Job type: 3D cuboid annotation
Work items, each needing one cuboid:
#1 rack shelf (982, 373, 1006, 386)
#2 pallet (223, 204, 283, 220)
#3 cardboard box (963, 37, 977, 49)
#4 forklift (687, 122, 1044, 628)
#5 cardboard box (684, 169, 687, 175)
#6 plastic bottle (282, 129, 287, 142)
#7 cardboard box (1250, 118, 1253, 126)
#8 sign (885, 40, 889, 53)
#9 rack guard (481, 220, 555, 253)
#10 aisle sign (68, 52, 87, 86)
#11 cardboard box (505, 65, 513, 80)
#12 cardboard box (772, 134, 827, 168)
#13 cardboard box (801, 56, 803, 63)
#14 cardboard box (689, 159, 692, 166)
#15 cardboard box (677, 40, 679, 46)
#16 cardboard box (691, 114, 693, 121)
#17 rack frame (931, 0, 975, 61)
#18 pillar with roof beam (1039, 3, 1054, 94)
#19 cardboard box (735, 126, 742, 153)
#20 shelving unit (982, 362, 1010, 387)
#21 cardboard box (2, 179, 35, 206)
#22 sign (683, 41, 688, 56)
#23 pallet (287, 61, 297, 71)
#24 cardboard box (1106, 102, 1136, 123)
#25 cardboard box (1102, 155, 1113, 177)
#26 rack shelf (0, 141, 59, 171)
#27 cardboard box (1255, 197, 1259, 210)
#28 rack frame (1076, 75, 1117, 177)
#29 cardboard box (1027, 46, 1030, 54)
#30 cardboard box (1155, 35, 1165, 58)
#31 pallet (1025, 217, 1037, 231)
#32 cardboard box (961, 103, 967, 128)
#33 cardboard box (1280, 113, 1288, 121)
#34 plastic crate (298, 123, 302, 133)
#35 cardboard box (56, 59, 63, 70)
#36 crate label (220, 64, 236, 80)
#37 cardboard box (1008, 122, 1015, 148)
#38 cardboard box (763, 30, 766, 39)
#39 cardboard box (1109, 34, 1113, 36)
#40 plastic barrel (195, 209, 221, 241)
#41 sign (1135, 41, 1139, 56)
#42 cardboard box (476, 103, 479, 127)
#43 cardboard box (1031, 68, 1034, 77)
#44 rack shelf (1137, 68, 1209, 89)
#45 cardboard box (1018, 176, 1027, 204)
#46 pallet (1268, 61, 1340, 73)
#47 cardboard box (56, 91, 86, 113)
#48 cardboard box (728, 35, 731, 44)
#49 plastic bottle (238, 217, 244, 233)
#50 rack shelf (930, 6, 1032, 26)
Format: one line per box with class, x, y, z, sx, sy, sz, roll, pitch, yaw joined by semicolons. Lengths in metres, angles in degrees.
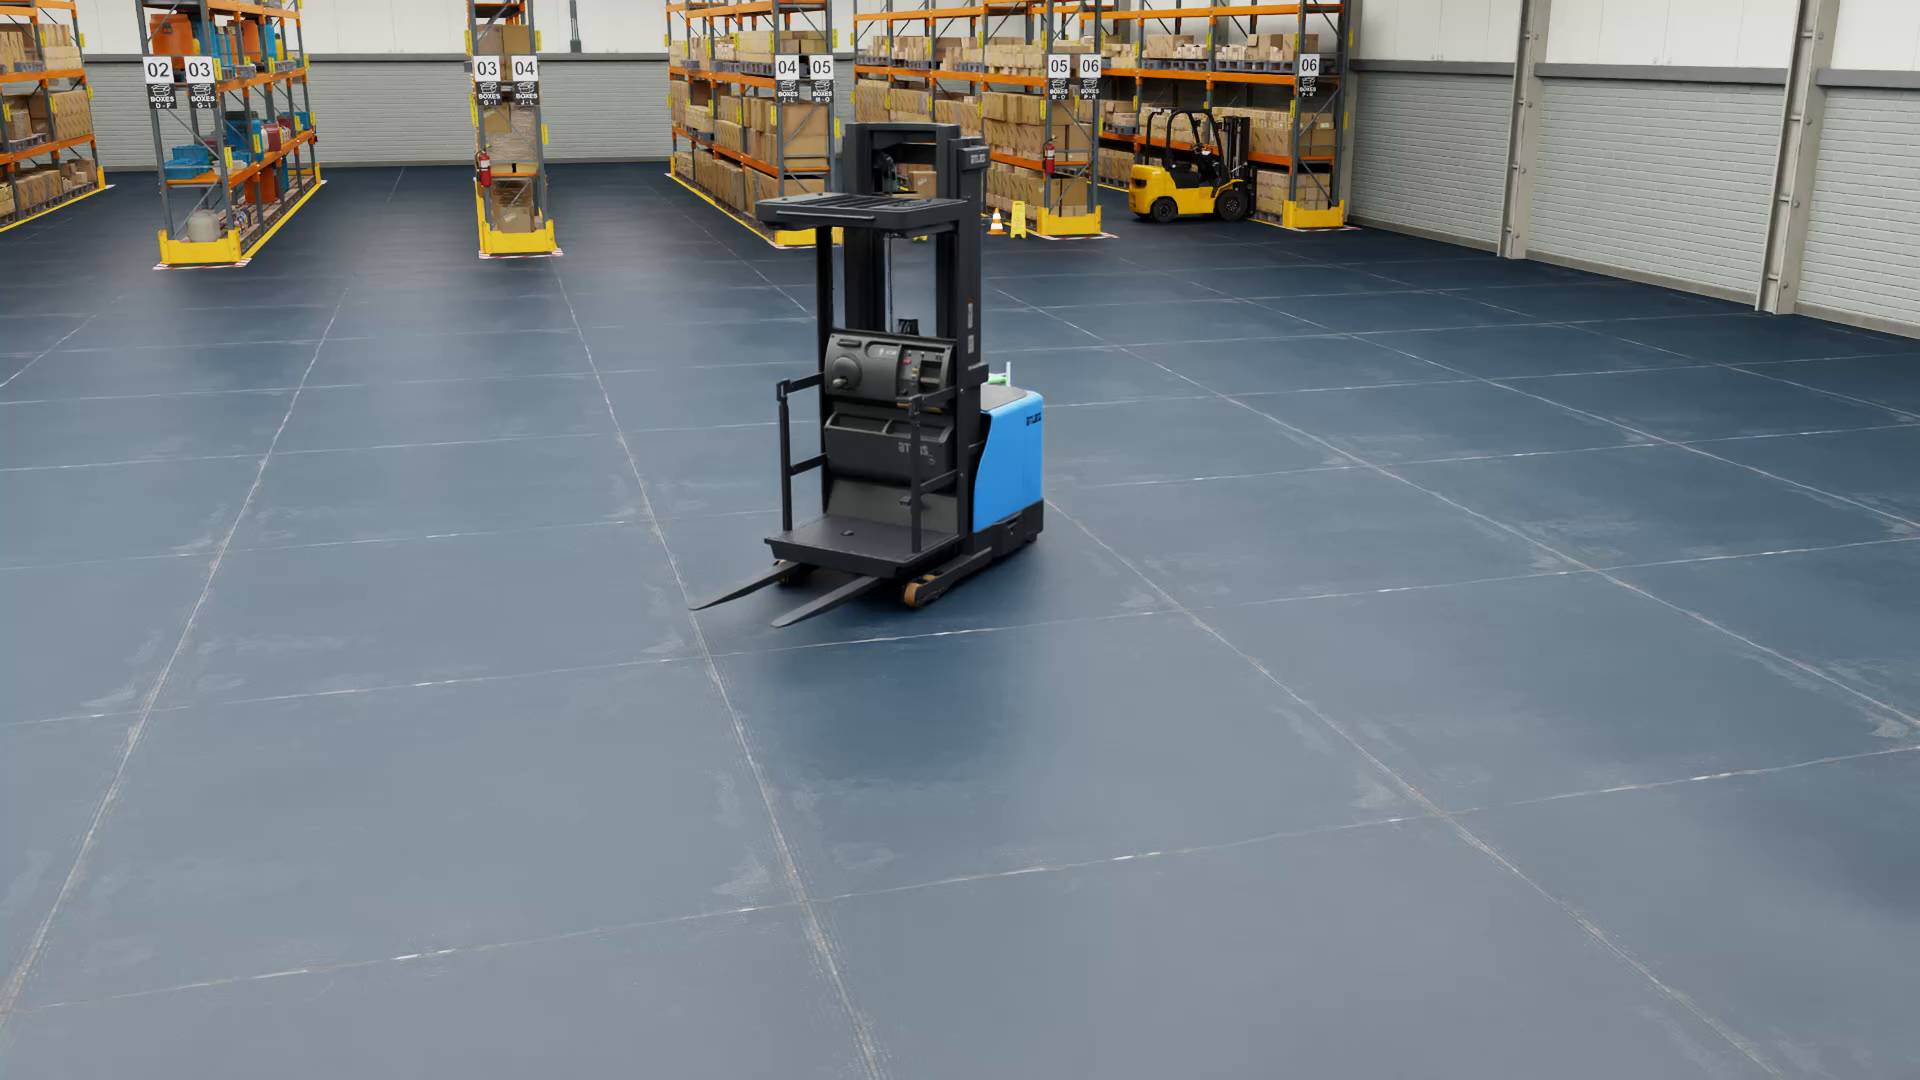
rack shelf;0.116;-1.153;12.259;0.258;0.148;0.480;-12;21;-35
pallet;-14.270;-6.606;33.579;1.003;0.211;1.213;-5;17;-15
cardboard box;0.361;-10.464;35.021;0.500;0.250;0.500;-4;17;-14
forklift;-0.572;-1.118;10.578;1.130;2.935;3.031;9;19;28
cardboard box;-6.706;-9.225;41.675;0.380;0.149;0.250;-5;17;-15
plastic bottle;-14.887;-8.882;36.524;0.152;0.276;0.135;-5;17;-15
cardboard box;5.956;-8.442;33.540;0.380;0.149;0.250;-5;17;-16
sign;-1.787;-12.119;40.832;0.100;0.325;0.005;-5;17;-15
rack guard;-7.506;-5.162;28.268;1.175;0.500;0.348;-5;17;-15
aisle sign;-21.132;-11.270;39.737;0.394;0.787;0.004;-5;17;-15
cardboard box;-7.369;-7.857;27.940;0.500;0.250;0.500;-4;17;-14
cardboard box;-2.834;-6.873;29.359;0.875;0.550;0.550;-5;17;-15
cardboard box;-2.613;-8.527;29.446;0.380;0.149;0.250;-5;17;-15
cardboard box;-6.442;-9.288;40.849;0.380;0.149;0.250;-4;17;-15
cardboard box;-6.804;-12.306;41.189;0.380;0.149;0.250;-5;17;-16
cardboard box;-6.027;-9.810;38.587;0.380;0.149;0.250;-4;17;-13
rack frame;-0.155;-12.208;36.950;1.000;3.000;0.127;-5;17;-15
pillar with roof beam;-1.595;-15.291;47.214;9.100;9.000;0.400;-5;17;-15
cardboard box;-4.188;-7.980;33.130;0.500;0.500;0.500;-5;17;-16
shelving unit;0.116;-0.755;12.378;0.258;1.200;0.503;-12;21;-35
cardboard box;-19.209;-7.075;33.872;0.500;0.500;0.500;-5;18;-17
sign;-6.505;-11.661;39.445;0.100;0.325;0.005;-5;17;-15
pallet;-15.235;-10.403;36.484;1.213;0.211;1.003;-5;17;-15
cardboard box;3.990;-10.415;40.502;0.797;0.503;0.637;-5;17;-17
cardboard box;3.859;-9.258;41.173;0.500;0.500;0.500;-5;18;-17
rack shelf;-19.759;-7.977;34.546;1.077;0.370;4.000;-5;17;-15
cardboard box;6.126;-6.782;33.364;0.500;0.250;0.500;-5;17;-15
rack frame;3.517;-10.834;42.806;1.000;3.000;0.127;-5;17;-15
cardboard box;1.465;-9.176;31.122;0.380;0.149;0.250;-5;17;-15
cardboard box;4.816;-11.110;37.433;0.700;0.500;0.500;-5;17;-16
pallet;1.834;-6.035;31.675;1.003;0.211;1.213;-5;17;-15
cardboard box;0.323;-9.009;35.310;0.500;0.500;0.500;-4;17;-13
cardboard box;6.416;-8.164;32.099;0.380;0.149;0.250;-5;17;-15
plastic crate;-15.833;-9.773;39.460;0.416;0.233;0.300;-5;17;-15
cardboard box;-20.474;-10.671;37.309;0.500;0.250;0.500;-5;17;-15
crate label;-12.444;-7.856;27.935;0.502;0.251;0.408;-5;17;-15
cardboard box;1.241;-7.859;32.212;0.500;0.500;0.500;-4;17;-15
cardboard box;-3.244;-8.856;29.153;0.380;0.149;0.250;-4;17;-14
cardboard box;3.667;-12.661;41.970;0.396;0.266;0.258;-5;17;-16
plastic barrel;-12.639;-5.271;27.879;0.421;0.512;0.421;0;17;0
sign;4.094;-11.370;38.476;0.100;0.325;0.005;-5;17;-15
cardboard box;-8.429;-7.693;29.918;0.500;0.500;0.500;-5;17;-15
cardboard box;1.536;-8.657;30.780;0.380;0.149;0.250;-4;17;-14
rack shelf;5.166;-10.267;36.953;1.077;0.370;4.000;-5;17;-15
cardboard box;1.426;-6.710;31.822;0.500;0.500;0.500;-4;17;-13
pallet;6.646;-9.107;31.995;1.003;0.211;1.213;-5;17;-15
cardboard box;-20.881;-10.267;39.007;0.500;0.500;0.500;-4;17;-14
cardboard box;-4.982;-11.110;37.005;0.396;0.266;0.258;-5;17;-15
plastic bottle;-12.567;-5.499;29.023;0.097;0.271;0.097;0;17;0
rack shelf;0.395;-11.118;35.269;1.077;0.370;4.000;-5;17;-15
